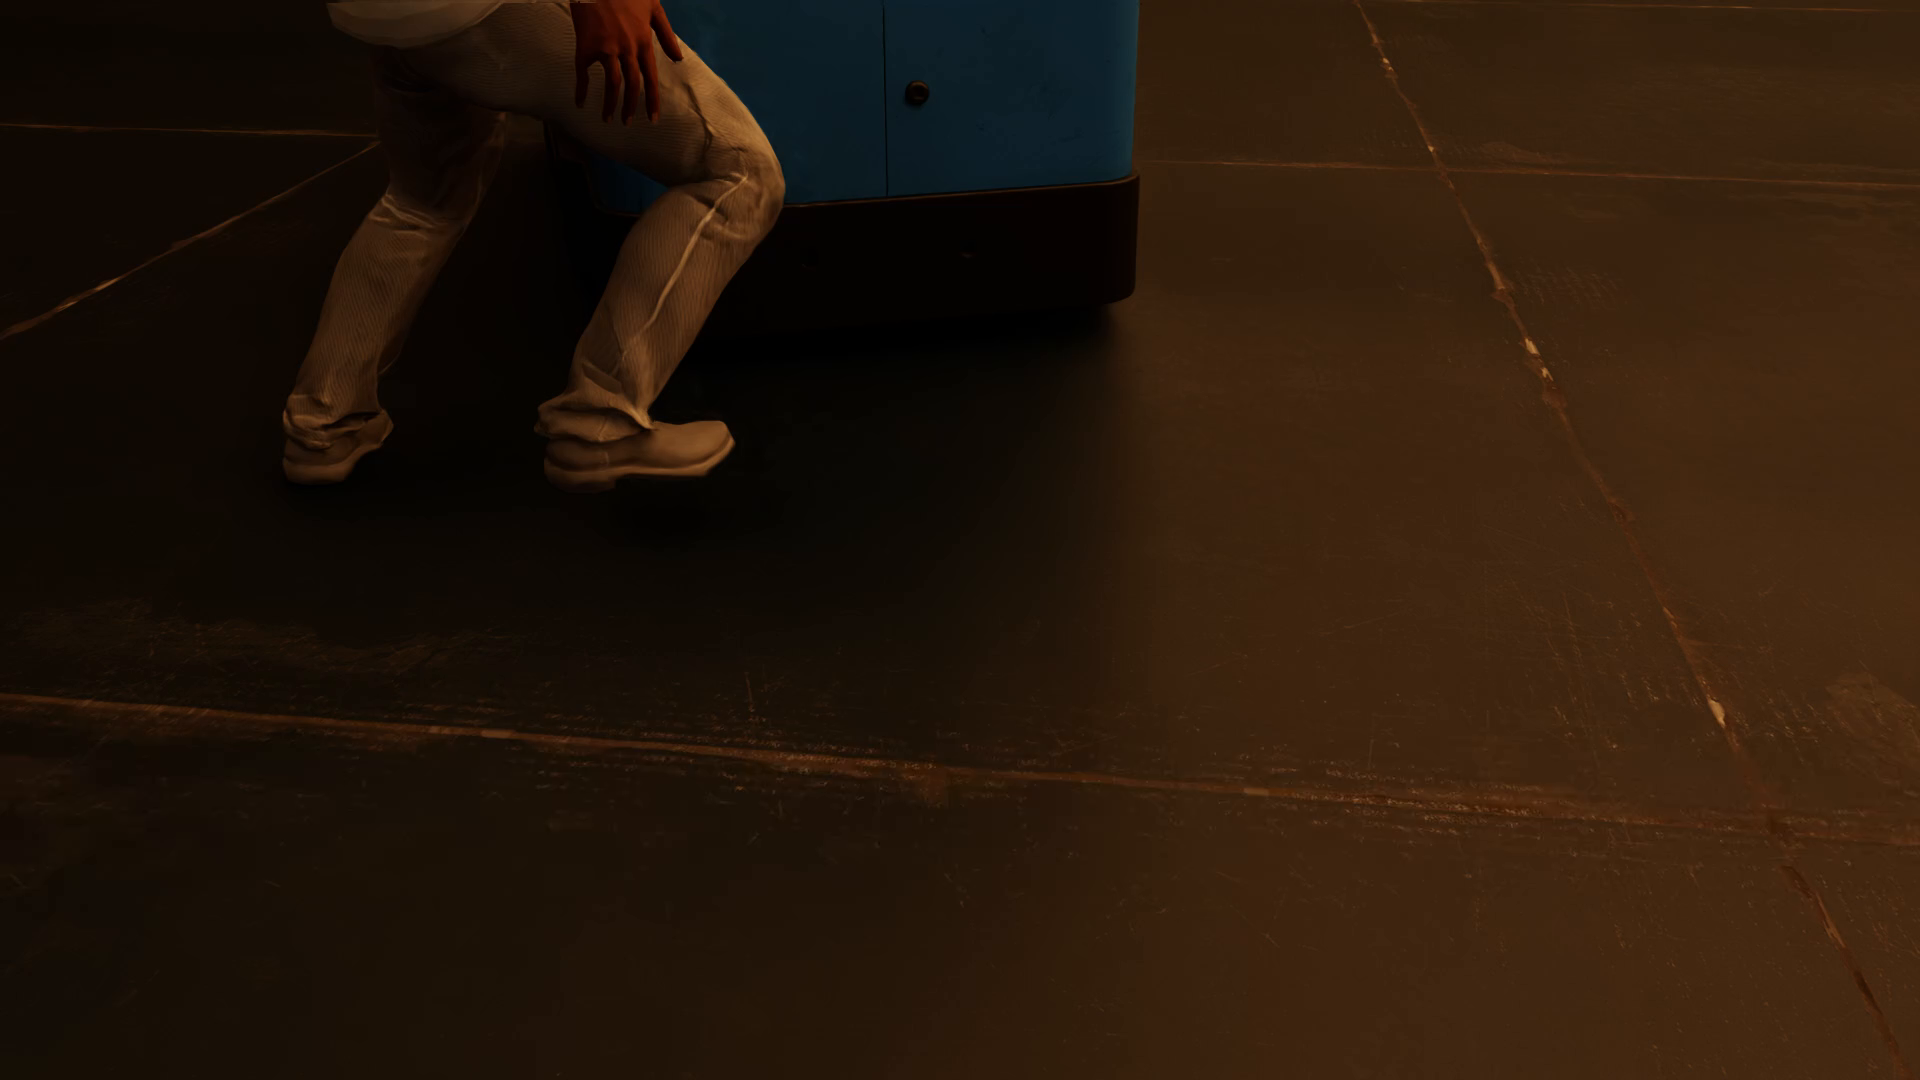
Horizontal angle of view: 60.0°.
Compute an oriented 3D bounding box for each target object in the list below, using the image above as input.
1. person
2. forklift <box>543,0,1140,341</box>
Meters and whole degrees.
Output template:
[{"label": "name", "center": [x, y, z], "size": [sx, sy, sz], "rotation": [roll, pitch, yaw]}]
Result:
[{"label": "person", "center": [-0.704, -0.830, 2.353], "size": [0.642, 1.647, 1.004], "rotation": [-19, 32, -34]}, {"label": "forklift", "center": [-0.530, -2.311, 3.849], "size": [1.130, 2.935, 3.031], "rotation": [-7, 27, -14]}]
